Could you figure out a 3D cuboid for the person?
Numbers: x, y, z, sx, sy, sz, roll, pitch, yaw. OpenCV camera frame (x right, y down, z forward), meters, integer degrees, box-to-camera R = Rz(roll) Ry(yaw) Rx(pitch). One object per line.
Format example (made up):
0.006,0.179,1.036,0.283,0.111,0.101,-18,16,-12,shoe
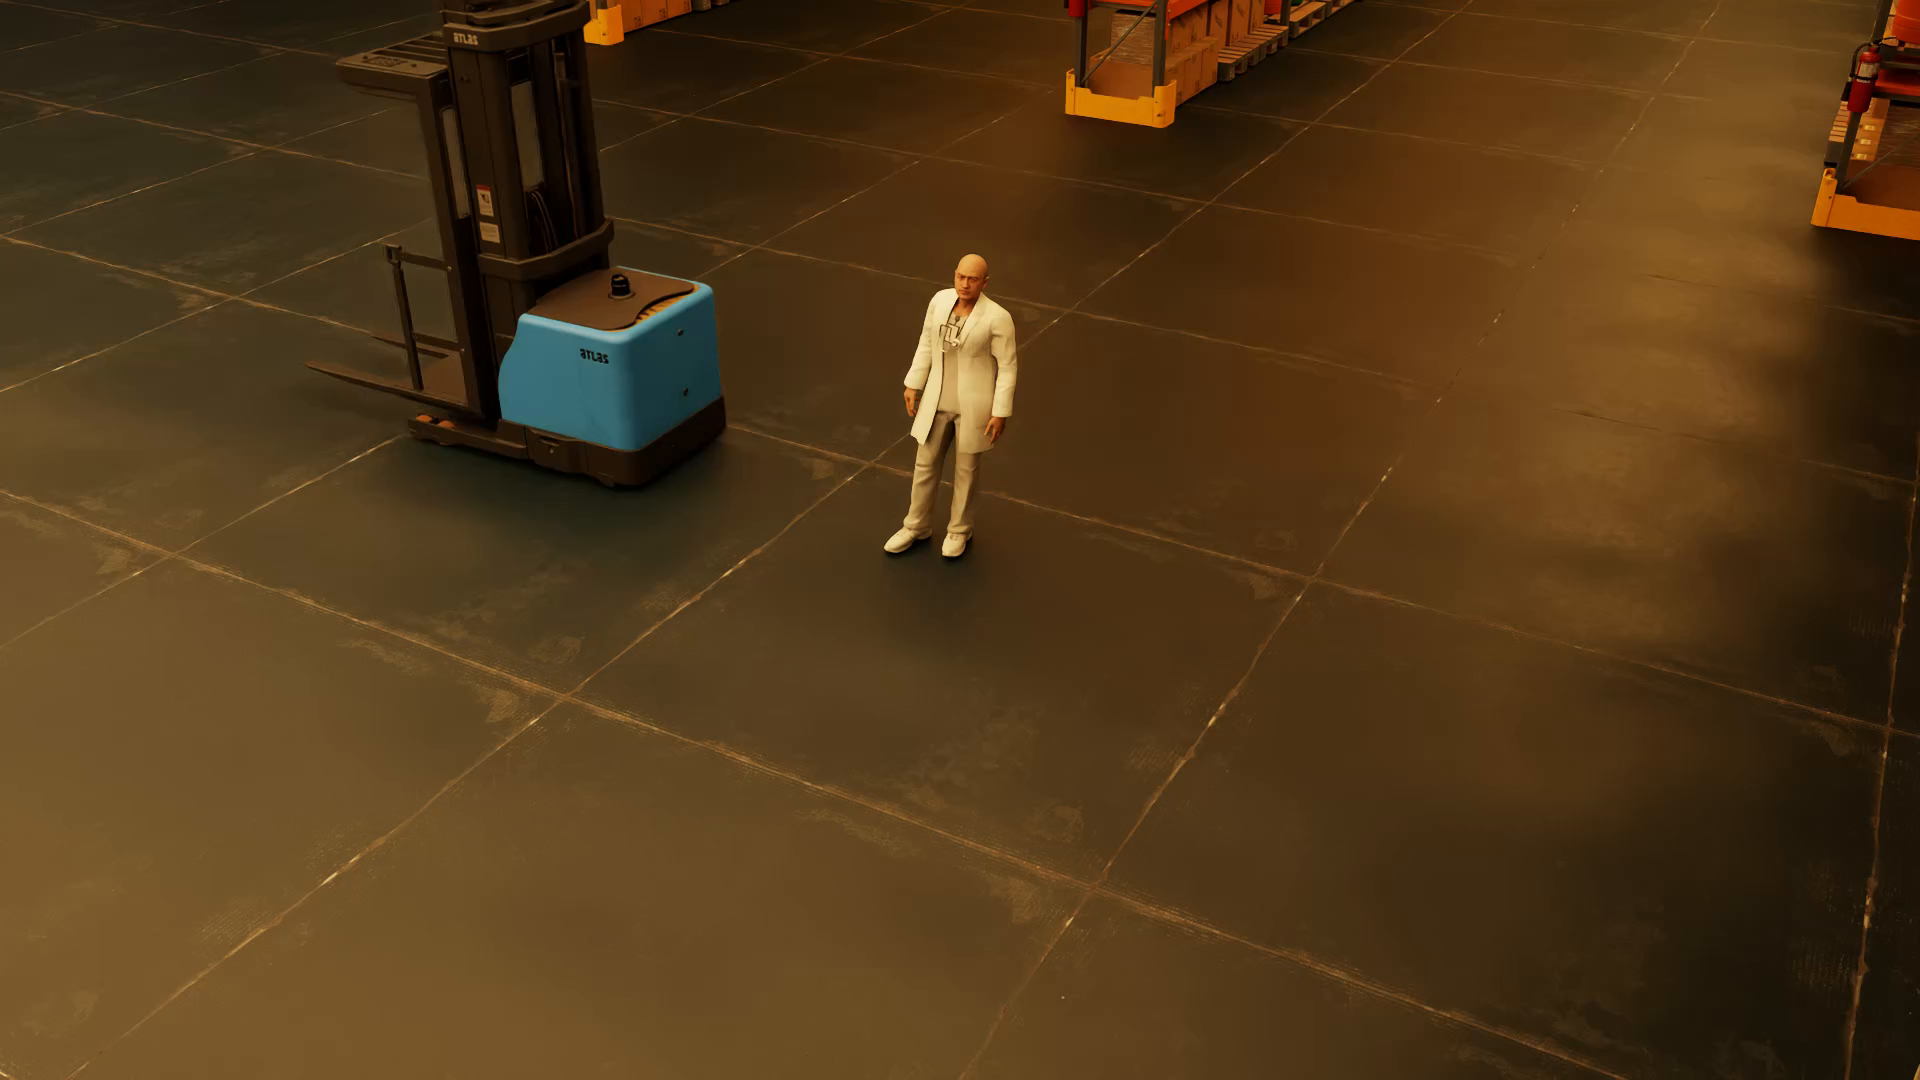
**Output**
-0.048,-0.732,9.492,0.696,1.763,0.581,15,33,25,person

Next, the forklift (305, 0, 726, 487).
-3.120,-2.113,10.732,3.031,2.935,1.130,15,33,24,forklift
